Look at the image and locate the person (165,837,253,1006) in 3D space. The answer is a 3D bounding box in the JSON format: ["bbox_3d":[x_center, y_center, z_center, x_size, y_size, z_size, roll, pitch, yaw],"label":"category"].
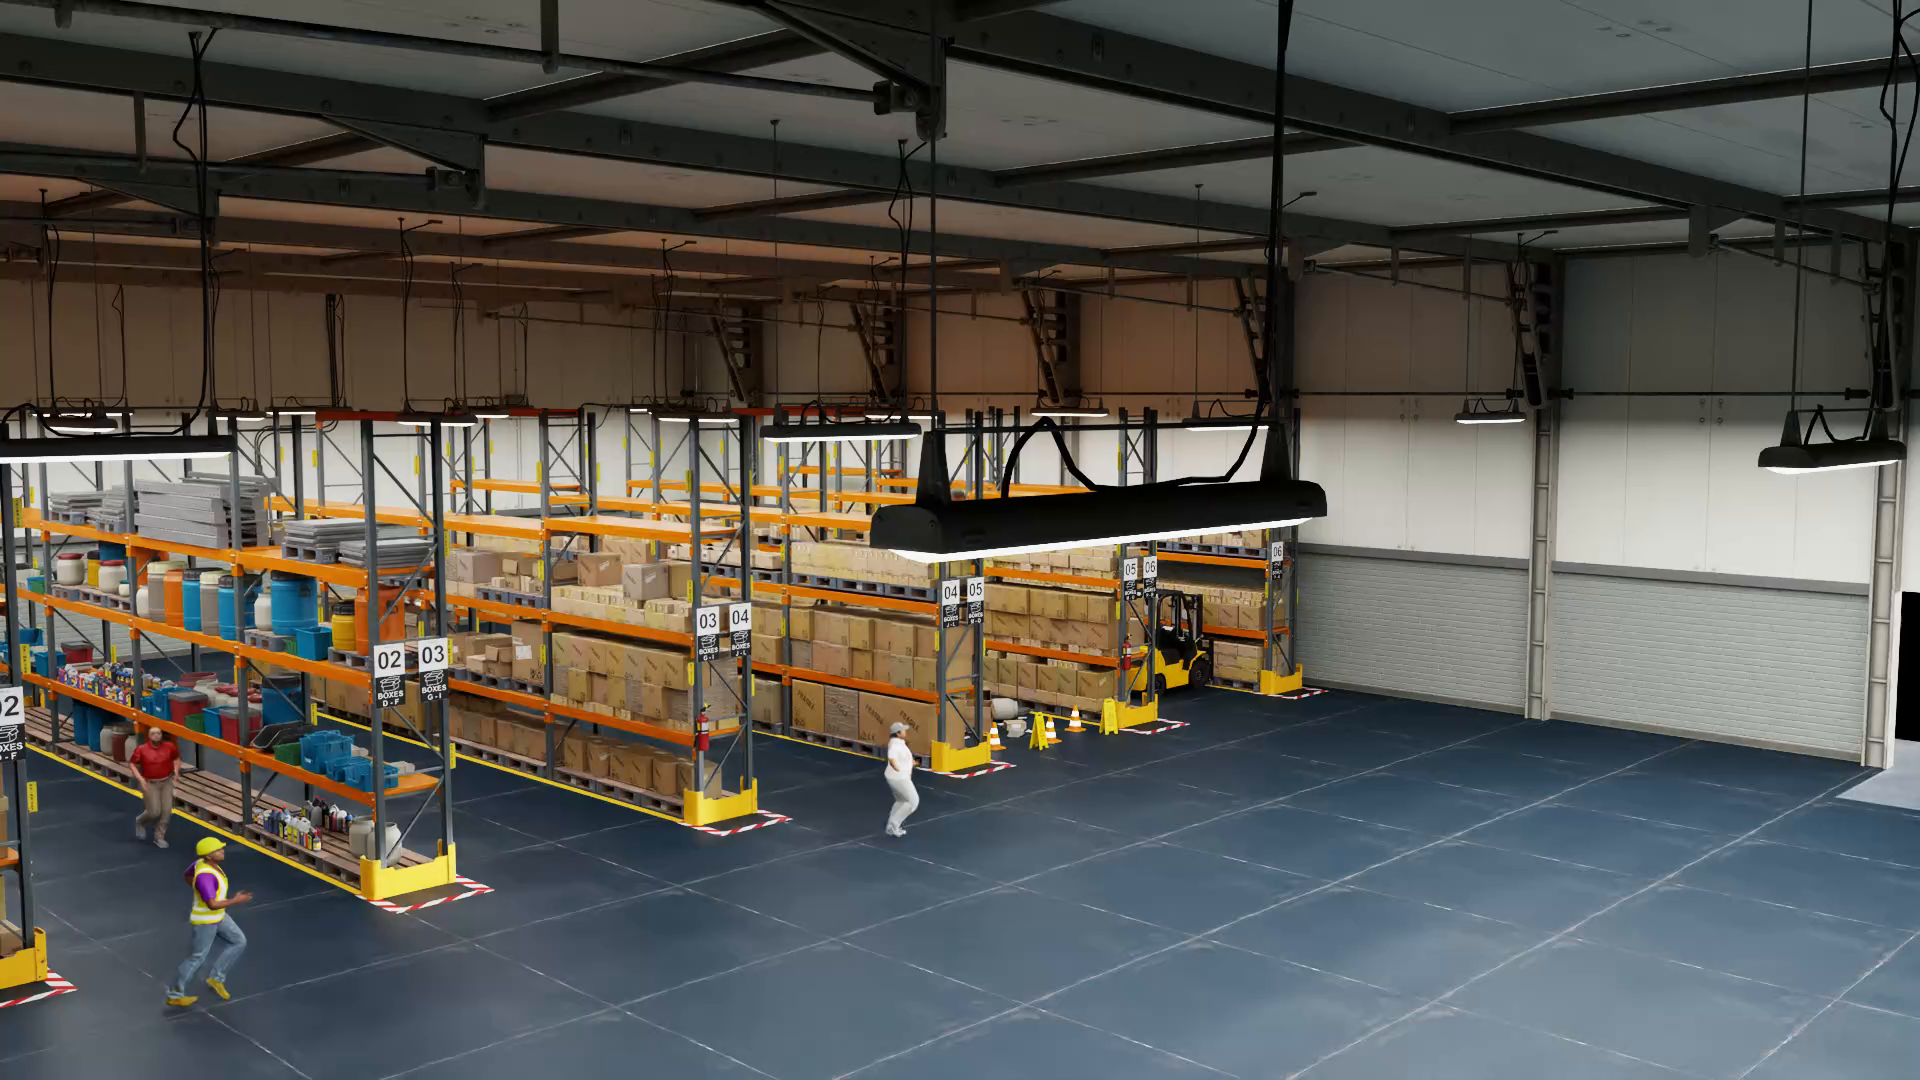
[{"bbox_3d":[-7.756,3.926,17.196,0.860,1.757,0.711,-1,5,-15],"label":"person"}]

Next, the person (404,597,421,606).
[{"bbox_3d":[-12.942,2.032,39.193,0.720,1.693,0.660,2,5,22],"label":"person"}]

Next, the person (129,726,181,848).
[{"bbox_3d":[-11.230,3.436,23.274,0.653,1.700,0.647,-5,7,-44],"label":"person"}]

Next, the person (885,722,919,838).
[{"bbox_3d":[-0.810,3.421,23.792,0.517,1.650,0.591,-1,5,-13],"label":"person"}]
